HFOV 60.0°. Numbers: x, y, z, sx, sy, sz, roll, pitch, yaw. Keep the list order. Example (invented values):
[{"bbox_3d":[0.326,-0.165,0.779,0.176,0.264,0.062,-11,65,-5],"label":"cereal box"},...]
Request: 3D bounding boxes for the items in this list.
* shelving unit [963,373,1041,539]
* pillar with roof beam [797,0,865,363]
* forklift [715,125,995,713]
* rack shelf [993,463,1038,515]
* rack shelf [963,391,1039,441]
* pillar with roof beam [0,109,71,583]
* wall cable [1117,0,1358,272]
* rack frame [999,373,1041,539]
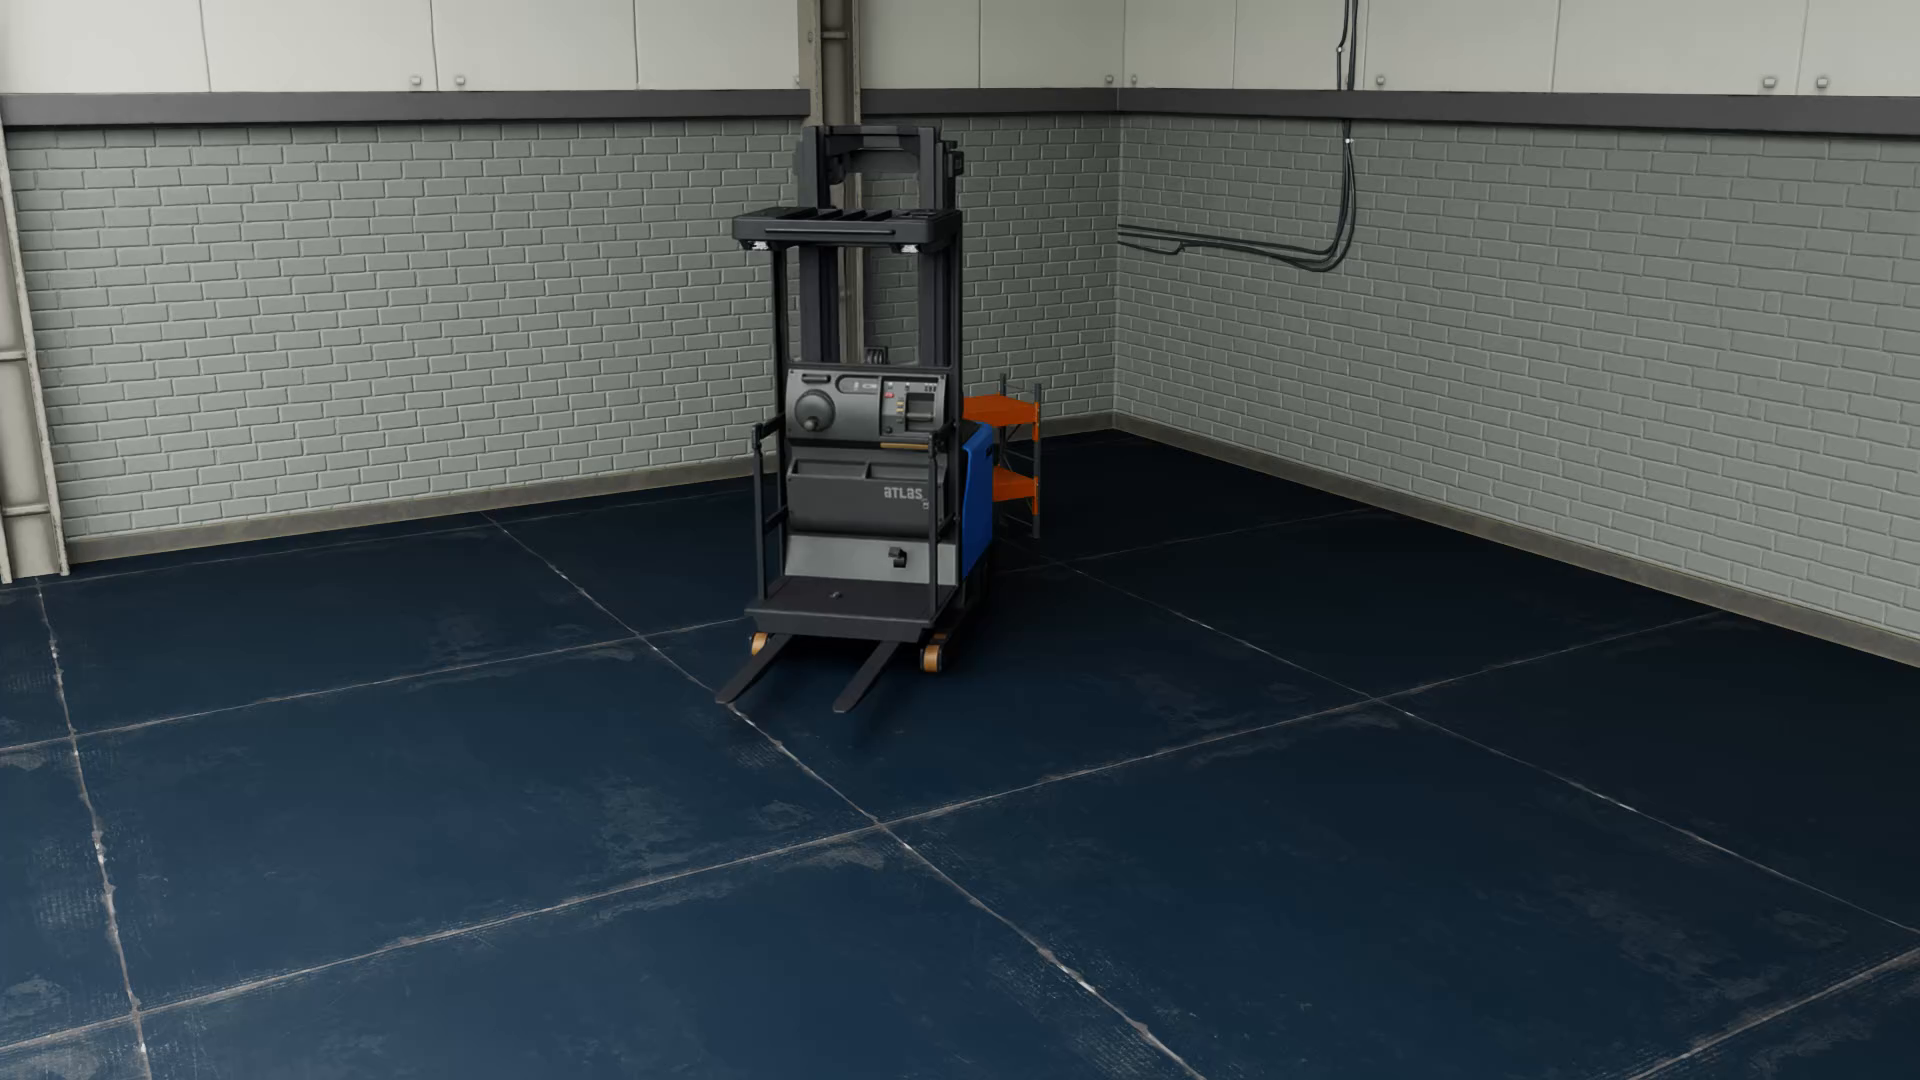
[{"bbox_3d":[-0.006,-0.541,11.755,1.048,1.125,0.538,-9,18,-30],"label":"shelving unit"},{"bbox_3d":[1.180,-3.949,9.324,0.400,9.000,9.100,-9,18,-30],"label":"pillar with roof beam"},{"bbox_3d":[-0.577,-0.776,9.249,1.130,2.935,3.031,3,16,11],"label":"forklift"},{"bbox_3d":[-0.006,-0.305,11.821,1.000,0.278,0.538,-9,18,-30],"label":"rack shelf"},{"bbox_3d":[-0.006,-0.823,11.676,1.000,0.278,0.538,-9,18,-30],"label":"rack shelf"},{"bbox_3d":[-3.963,-3.114,6.348,0.400,9.000,9.100,-9,18,-30],"label":"pillar with roof beam"},{"bbox_3d":[2.169,-3.553,13.665,0.112,2.526,3.097,-9,18,-30],"label":"wall cable"},{"bbox_3d":[0.430,-0.611,12.007,0.032,1.125,0.500,-9,18,-30],"label":"rack frame"}]
